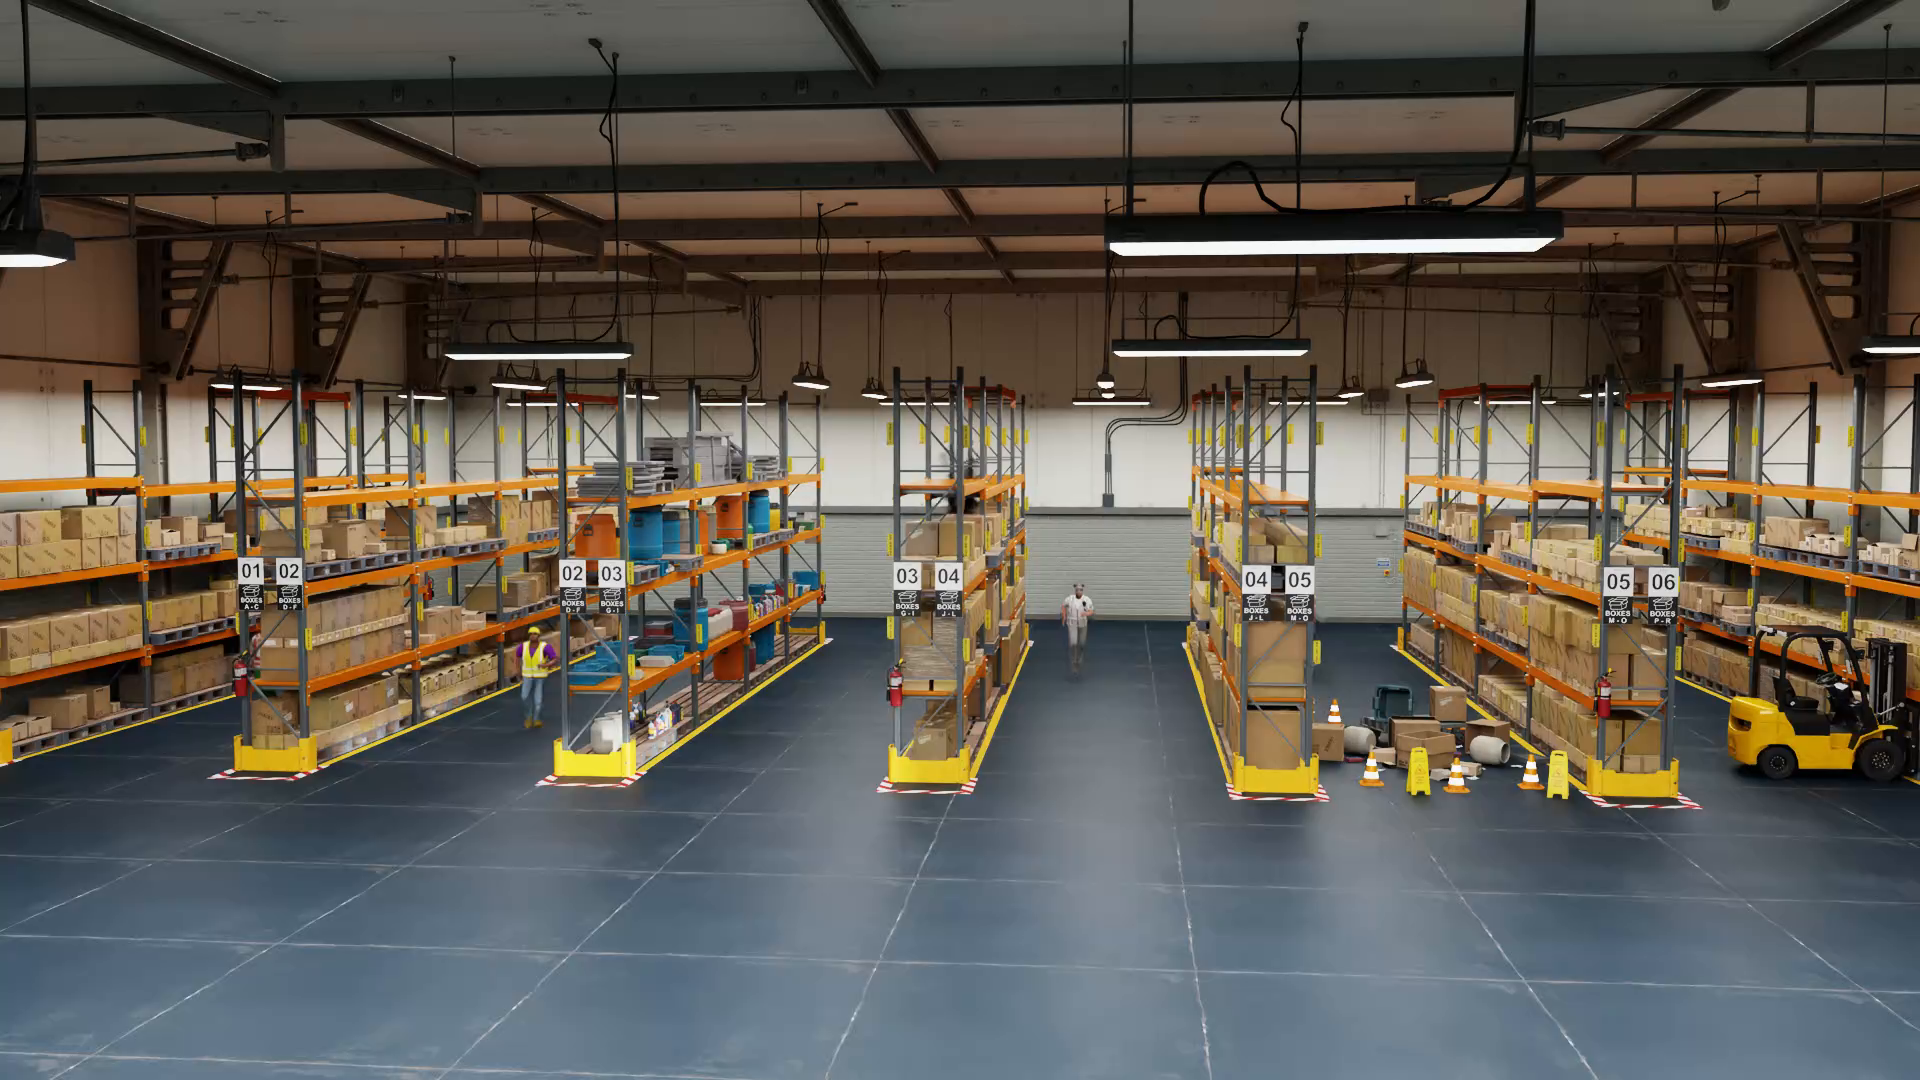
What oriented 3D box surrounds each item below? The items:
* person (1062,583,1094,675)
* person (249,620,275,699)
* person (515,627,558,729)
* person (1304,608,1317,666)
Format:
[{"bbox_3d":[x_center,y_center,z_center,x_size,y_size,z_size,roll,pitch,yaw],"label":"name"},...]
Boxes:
[{"bbox_3d":[2.419,1.803,34.081,0.628,1.873,0.850,0,4,-1],"label":"person"},{"bbox_3d":[-12.356,2.278,29.542,0.639,1.759,0.612,0,4,-3],"label":"person"},{"bbox_3d":[-7.268,2.358,28.436,0.763,1.758,0.592,0,4,-1],"label":"person"},{"bbox_3d":[7.496,1.970,36.116,0.509,1.565,0.639,0,4,-2],"label":"person"}]
